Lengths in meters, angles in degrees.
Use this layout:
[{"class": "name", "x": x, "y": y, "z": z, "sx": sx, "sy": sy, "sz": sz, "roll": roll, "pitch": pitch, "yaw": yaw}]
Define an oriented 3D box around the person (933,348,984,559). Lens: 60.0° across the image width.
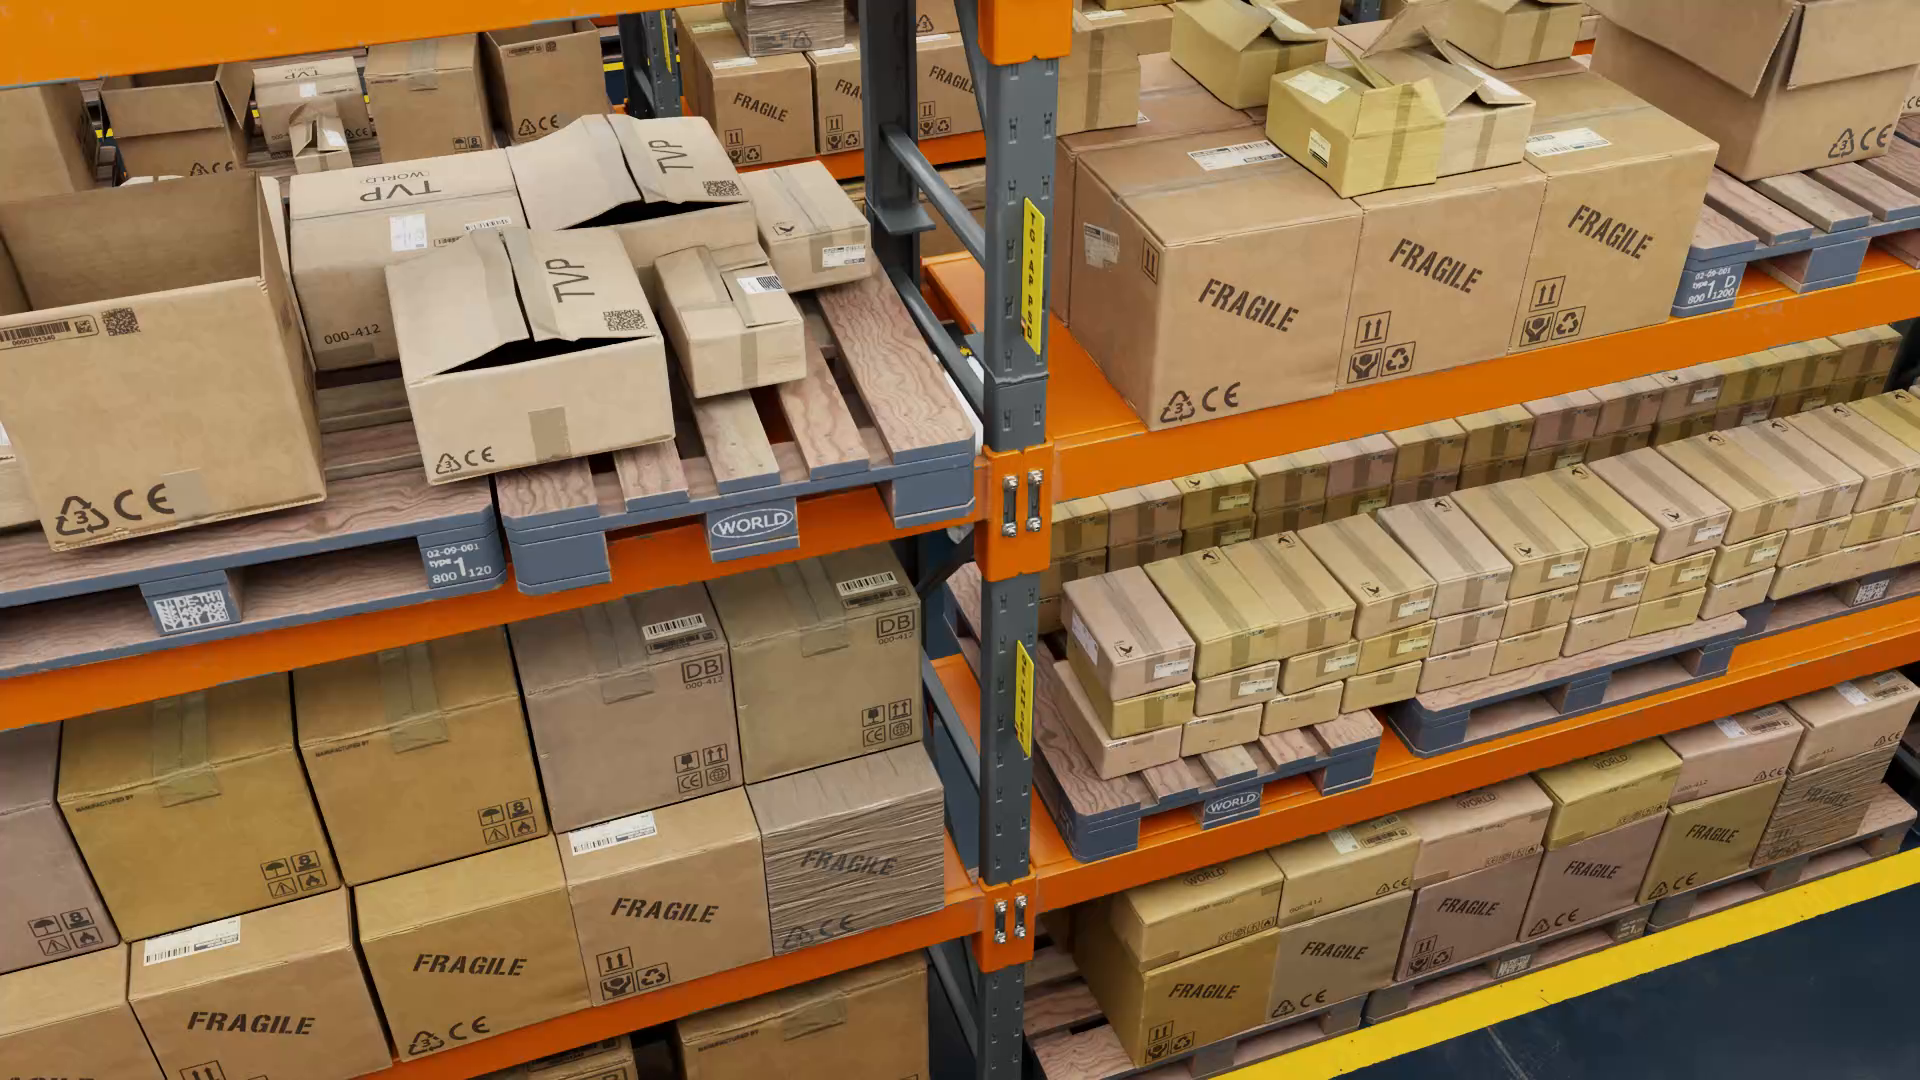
[{"class": "person", "x": 0.094, "y": -0.480, "z": 8.067, "sx": 0.505, "sy": 0.939, "sz": 0.974, "roll": -14, "pitch": 40, "yaw": -18}]
